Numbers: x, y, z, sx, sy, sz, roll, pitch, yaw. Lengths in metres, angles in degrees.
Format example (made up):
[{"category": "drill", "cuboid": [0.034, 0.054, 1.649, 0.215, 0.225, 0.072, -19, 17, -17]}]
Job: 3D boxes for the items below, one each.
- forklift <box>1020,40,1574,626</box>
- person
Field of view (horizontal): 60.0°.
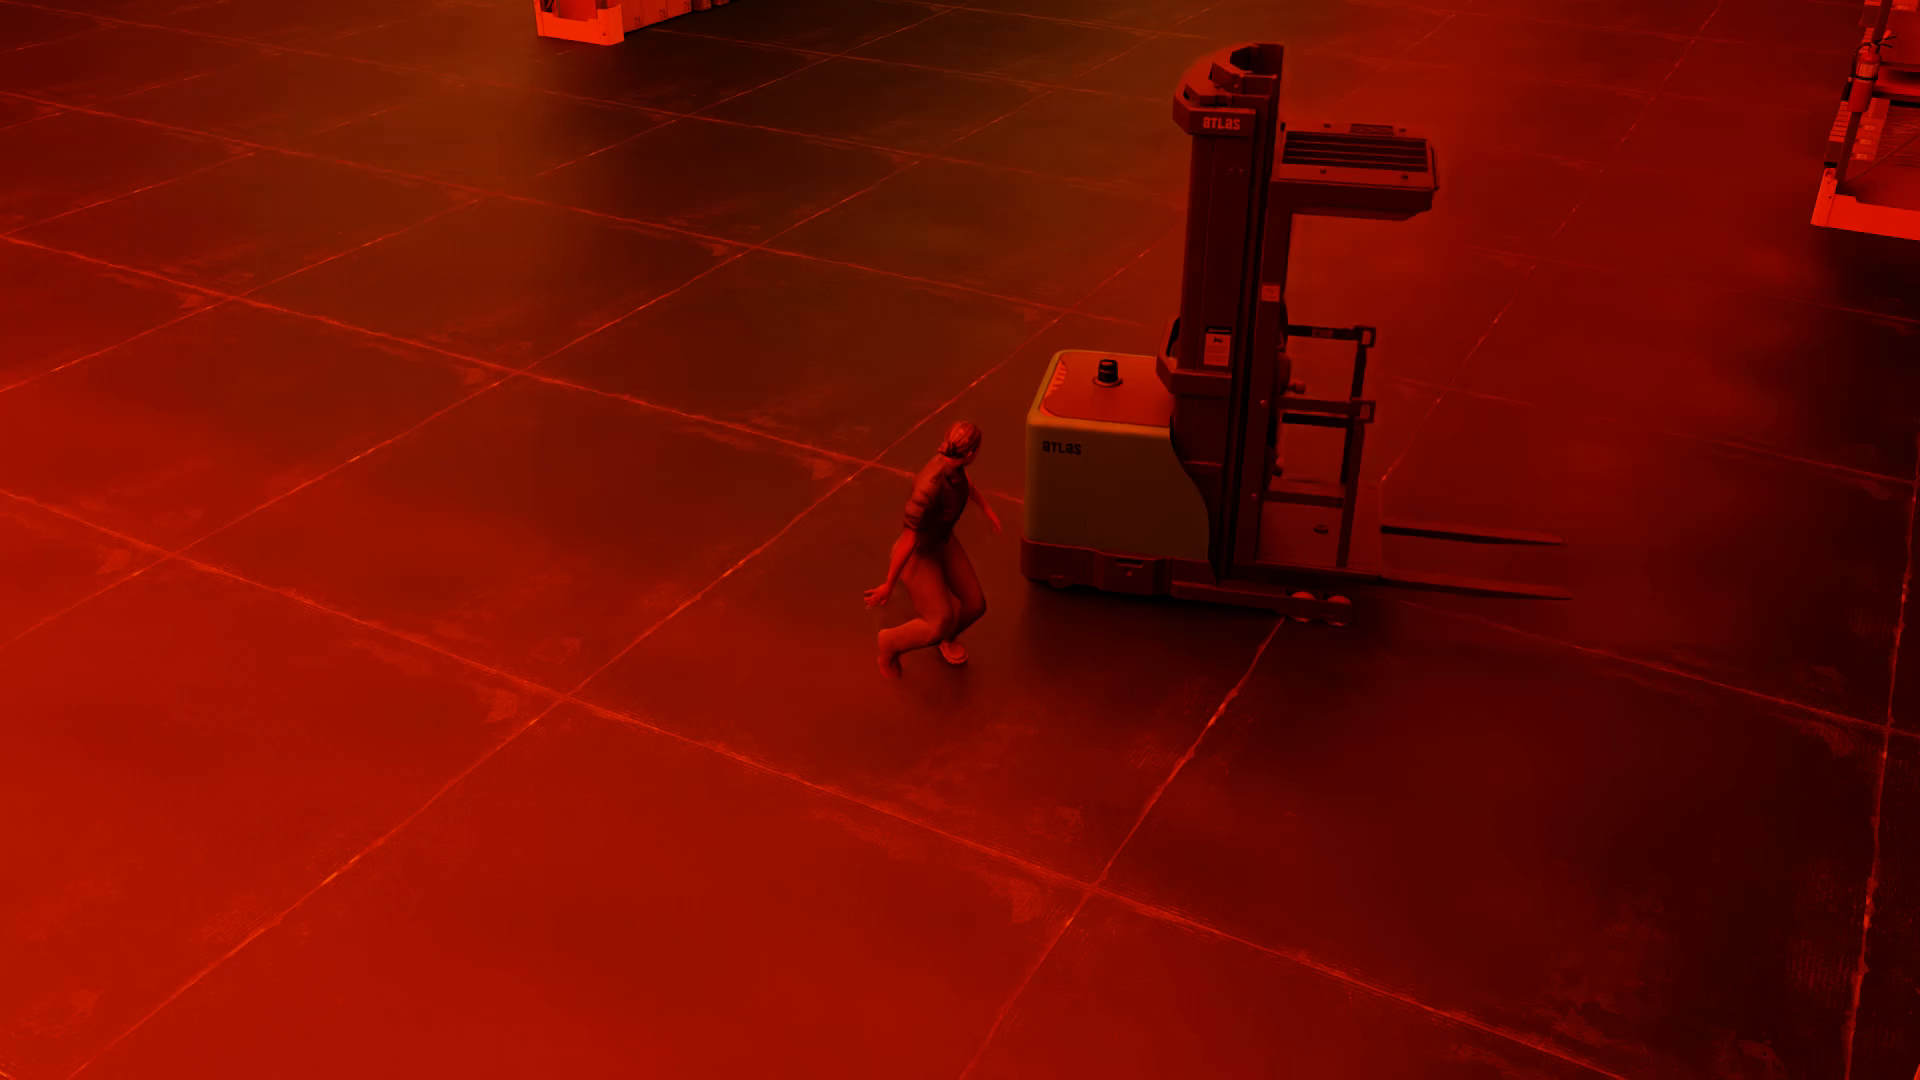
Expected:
[{"category": "forklift", "cuboid": [1.919, -1.085, 8.951, 3.031, 2.935, 1.130, 6, 31, 11]}, {"category": "person", "cuboid": [-0.161, 0.077, 8.448, 0.493, 1.503, 0.885, 17, 34, 27]}]
